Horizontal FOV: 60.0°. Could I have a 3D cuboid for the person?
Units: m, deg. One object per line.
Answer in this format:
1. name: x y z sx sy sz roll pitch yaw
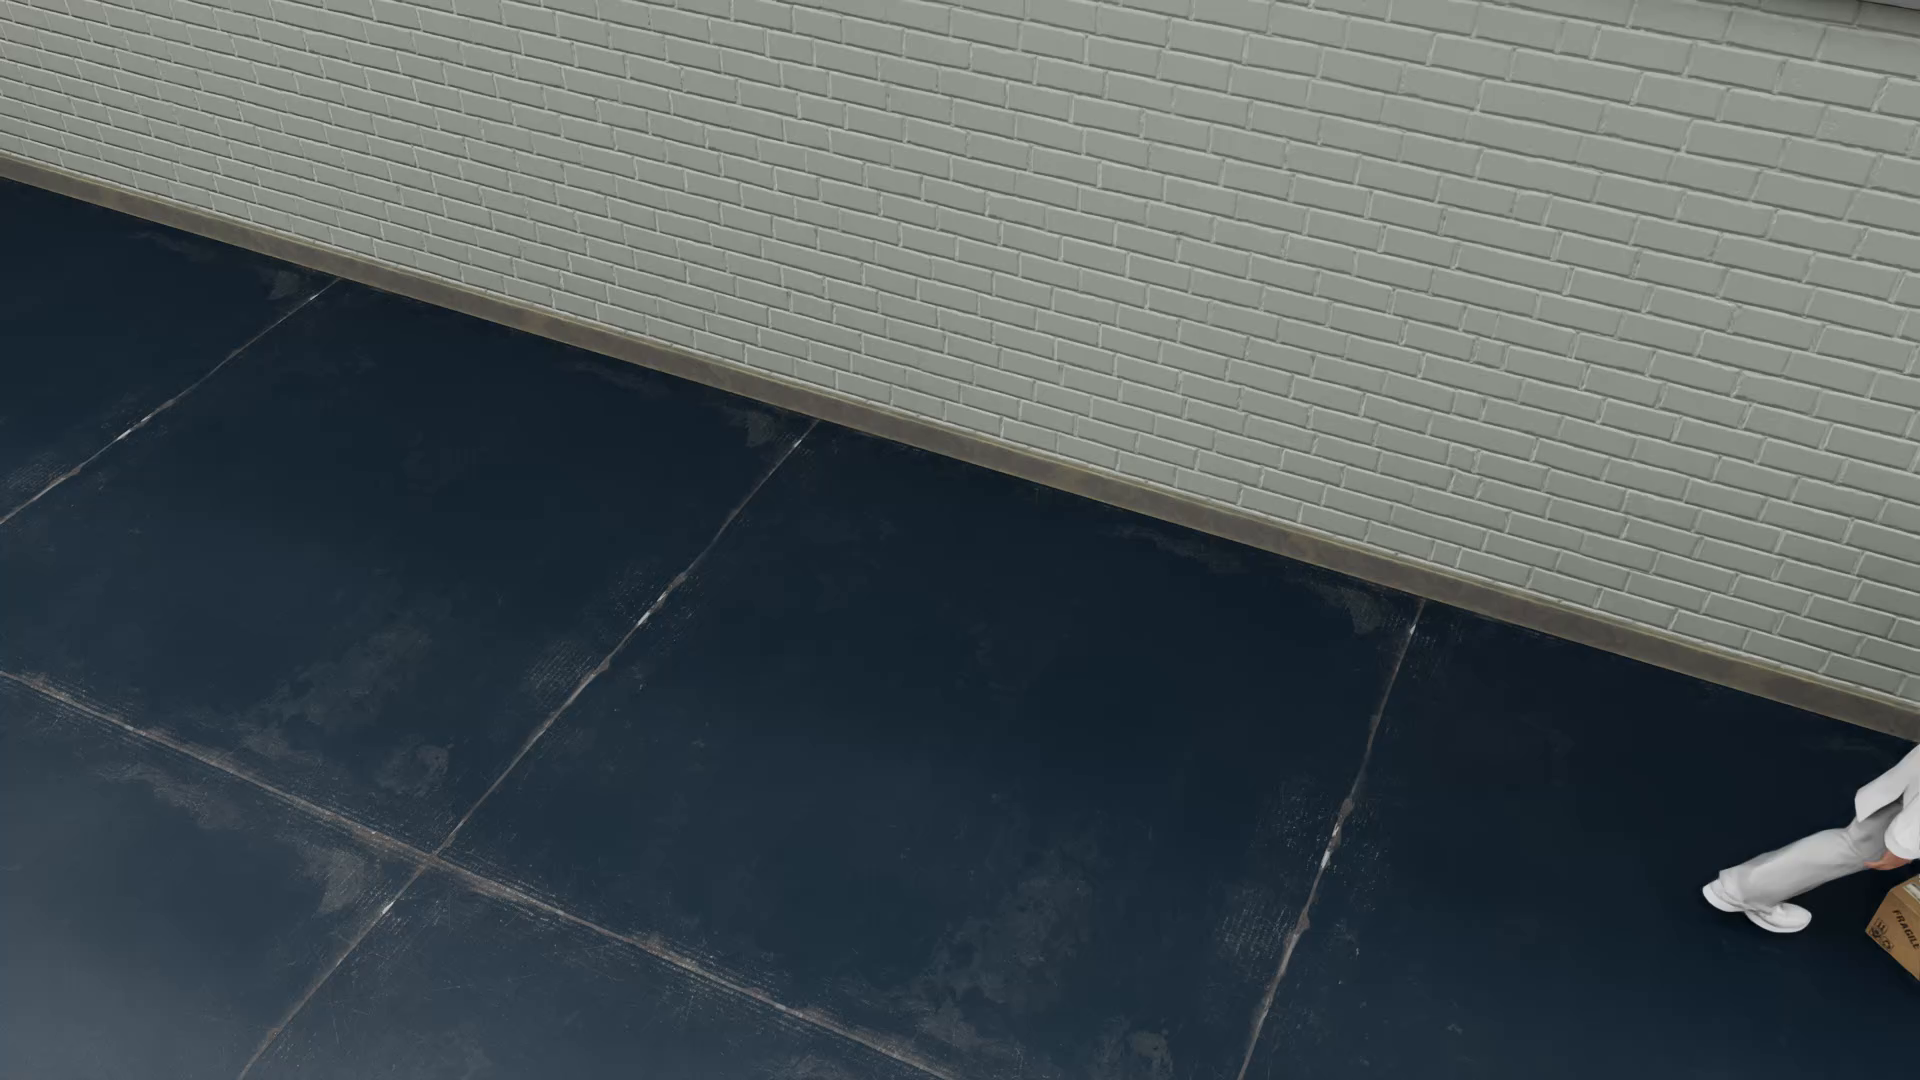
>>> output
1. person: 3.148 0.822 5.242 1.118 1.730 0.566 10 42 12
